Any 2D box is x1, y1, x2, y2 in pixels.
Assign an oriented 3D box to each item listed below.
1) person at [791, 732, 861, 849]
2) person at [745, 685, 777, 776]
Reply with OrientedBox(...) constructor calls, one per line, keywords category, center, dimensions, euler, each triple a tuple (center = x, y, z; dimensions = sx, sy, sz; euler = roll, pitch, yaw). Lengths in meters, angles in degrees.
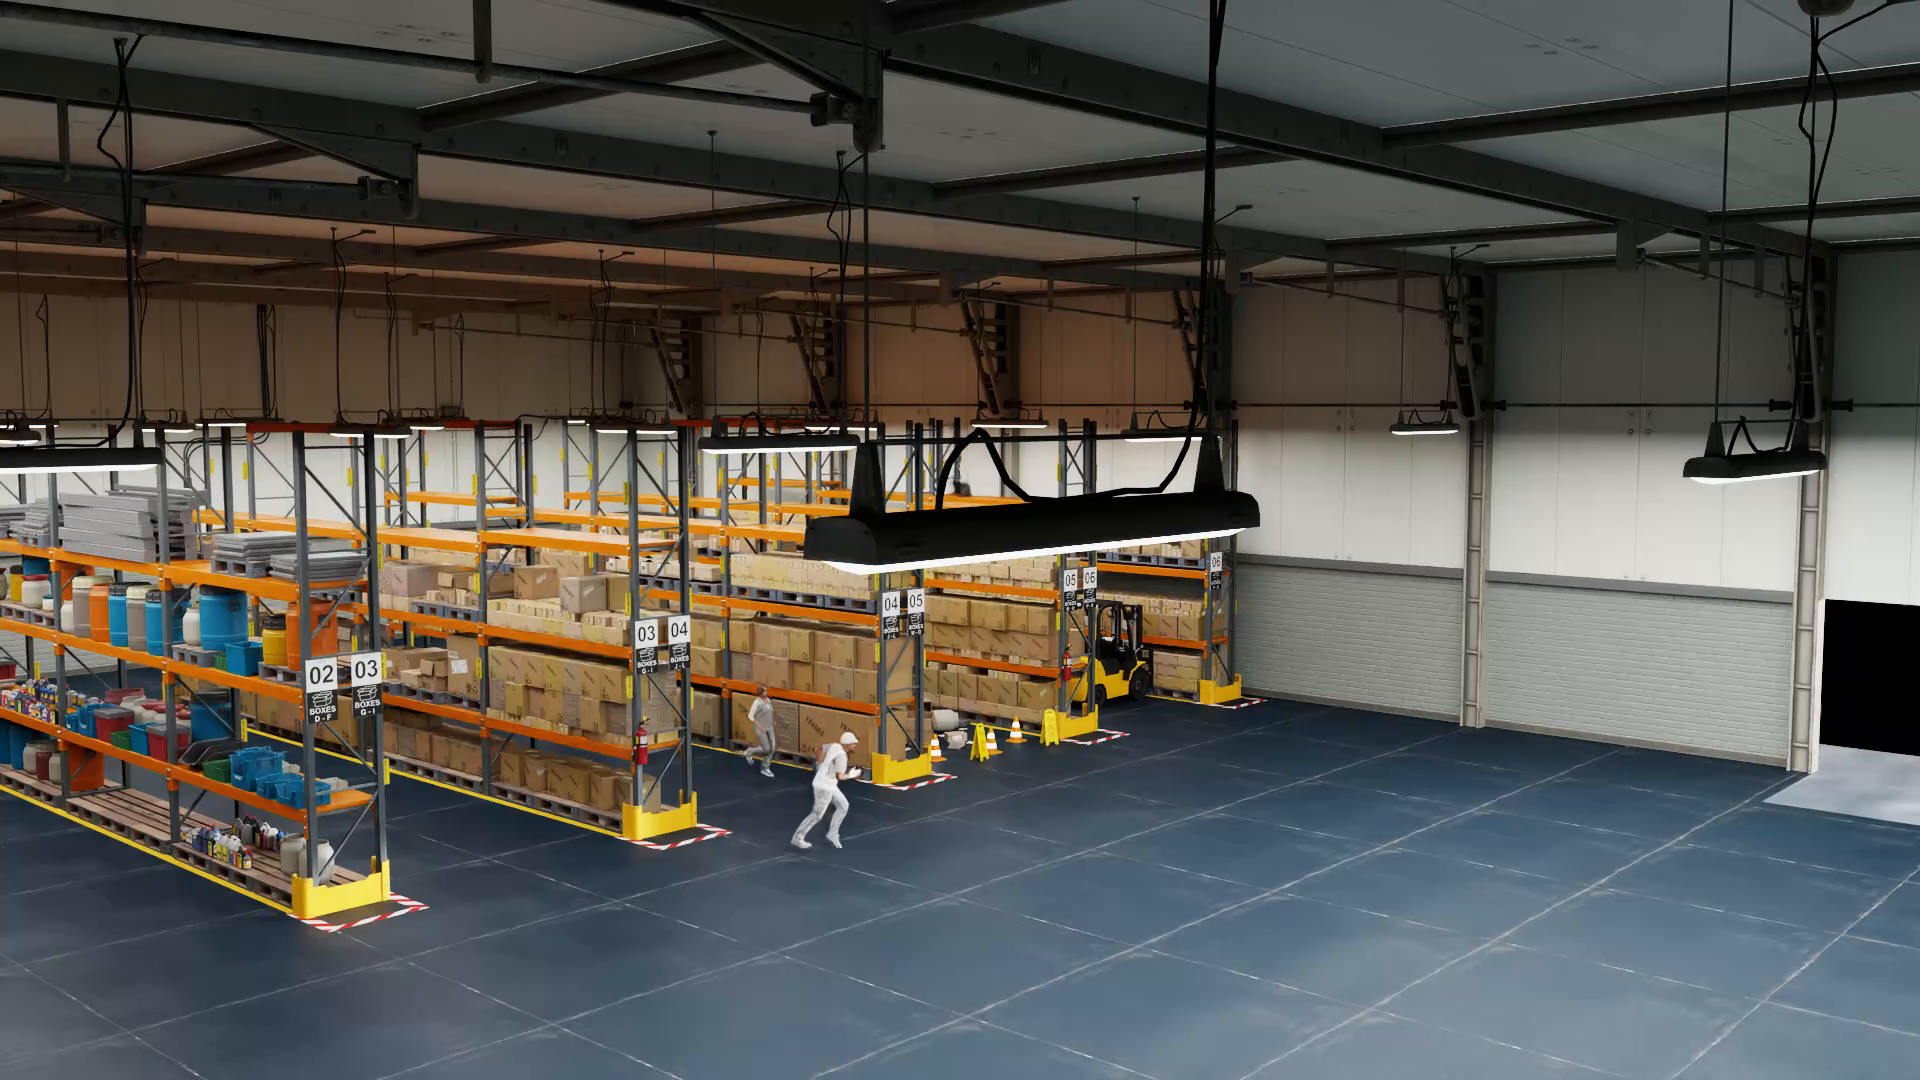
OrientedBox(category="person", center=(-1.914, 3.587, 23.657), dimensions=(1.005, 1.700, 0.723), euler=(-1, 5, -11))
OrientedBox(category="person", center=(-3.412, 3.243, 28.428), dimensions=(0.577, 1.563, 0.507), euler=(3, 6, 35))
